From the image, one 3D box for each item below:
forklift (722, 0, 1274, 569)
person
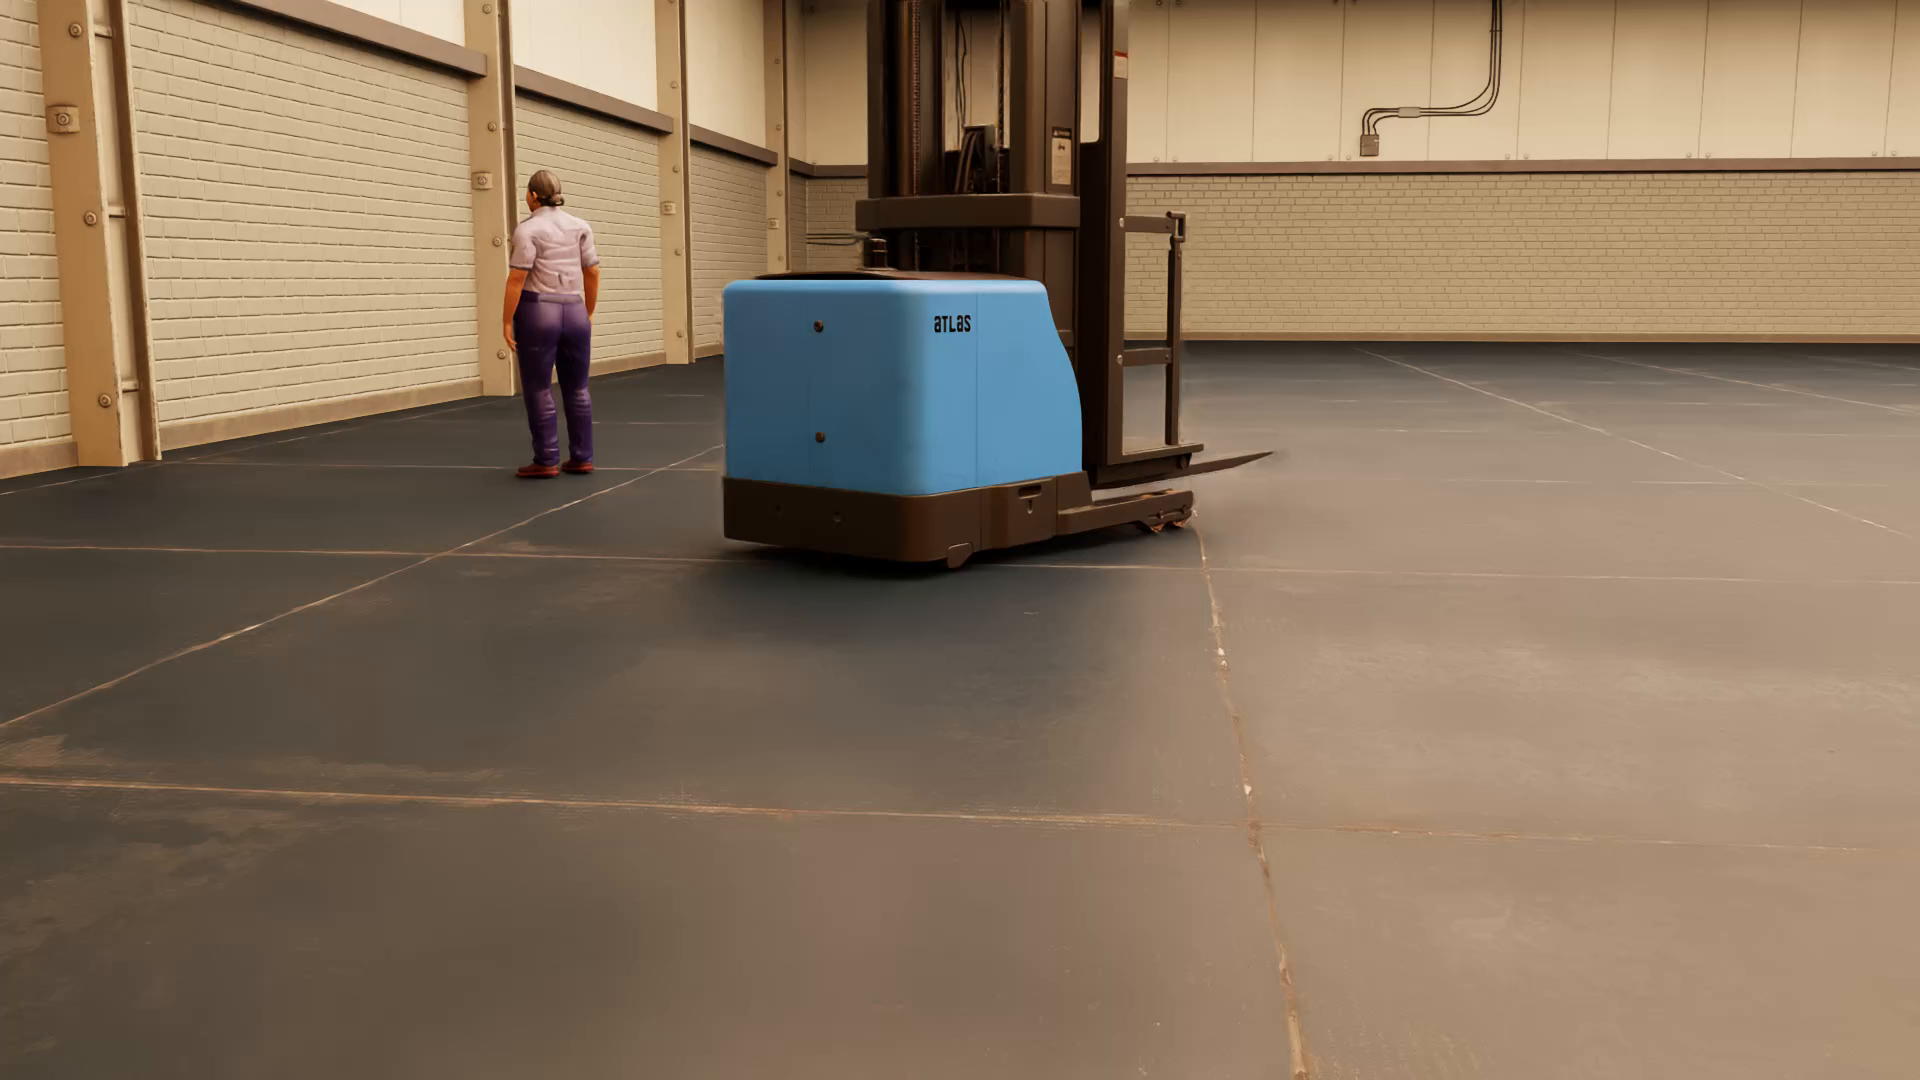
[{"bbox_3d":[0.374,-1.523,7.207,1.130,2.935,3.031,7,11,38],"label":"forklift"},{"bbox_3d":[-2.267,-1.172,9.097,0.580,1.658,0.484,-8,12,-43],"label":"person"}]
